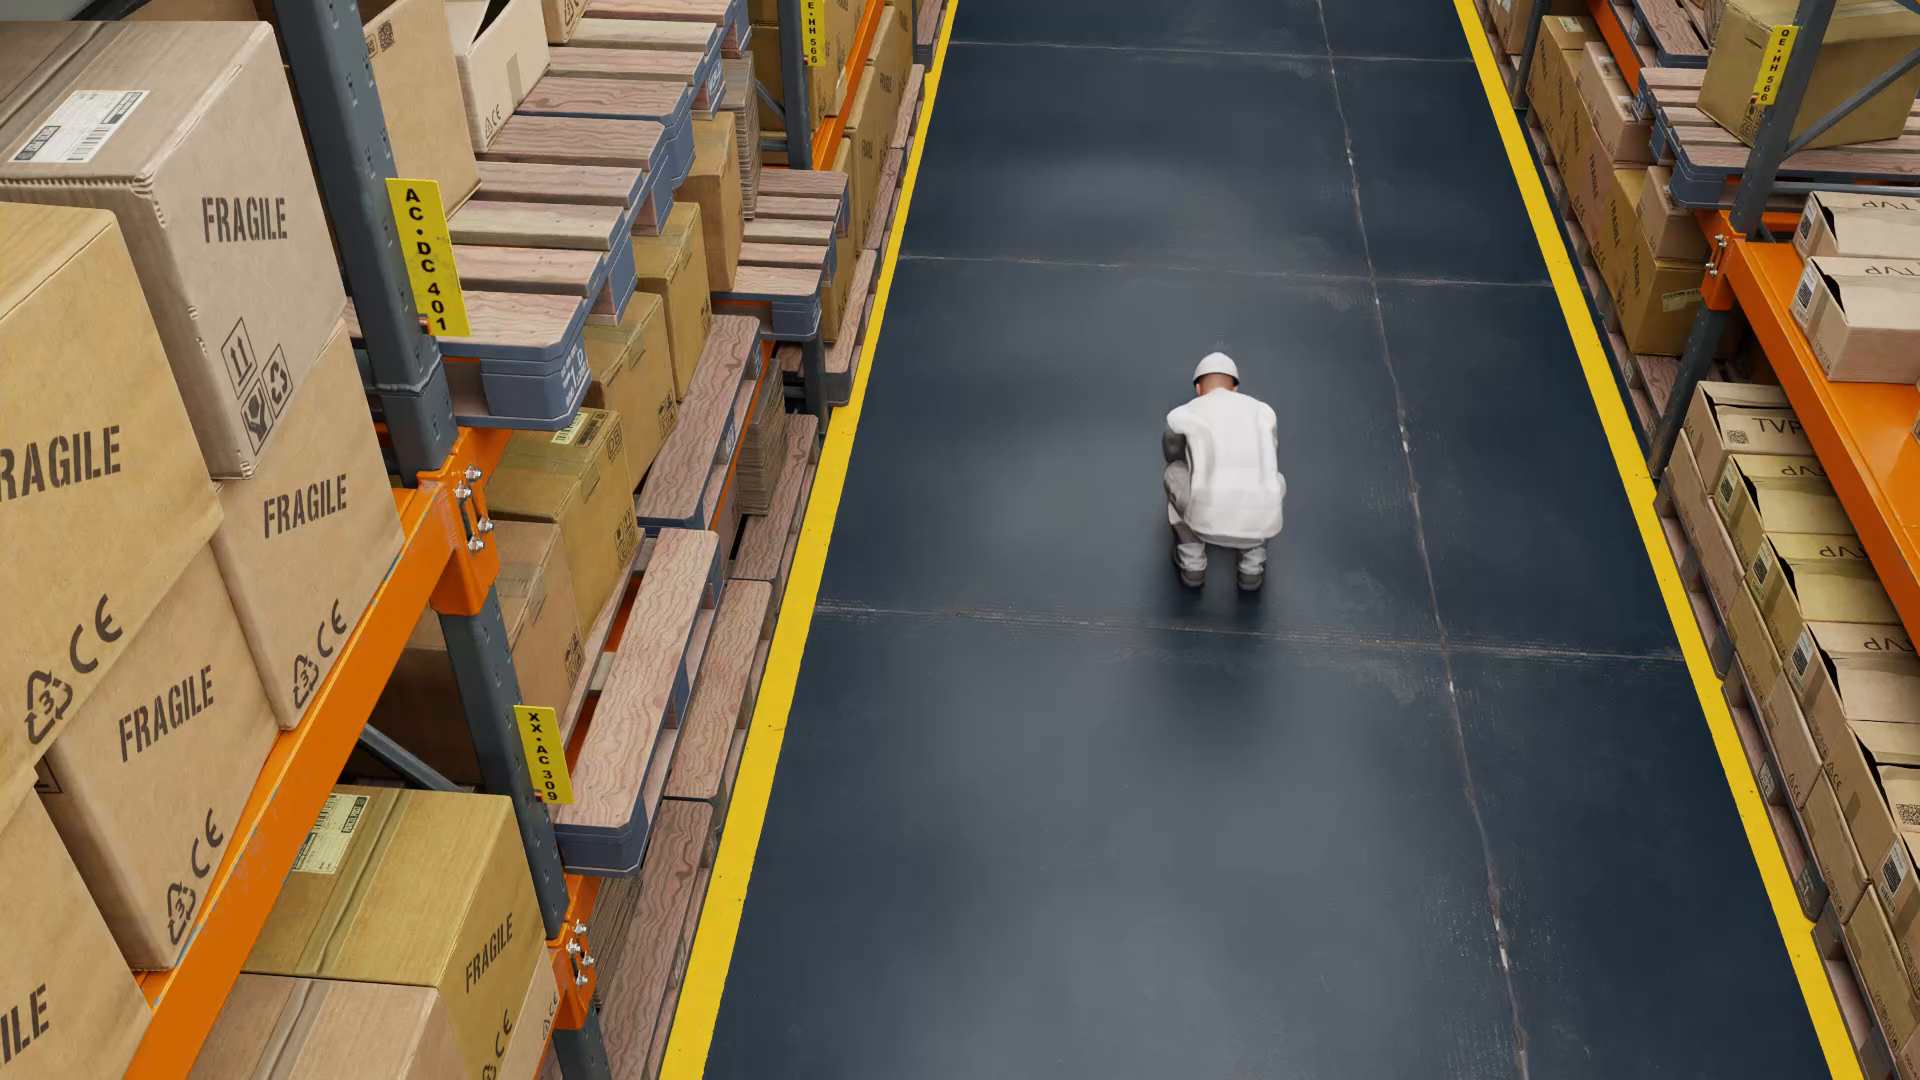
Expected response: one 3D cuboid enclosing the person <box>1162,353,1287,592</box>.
[{"bbox_3d":[1.154,-0.242,7.293,0.547,0.877,0.923,3,40,3],"label":"person"}]
